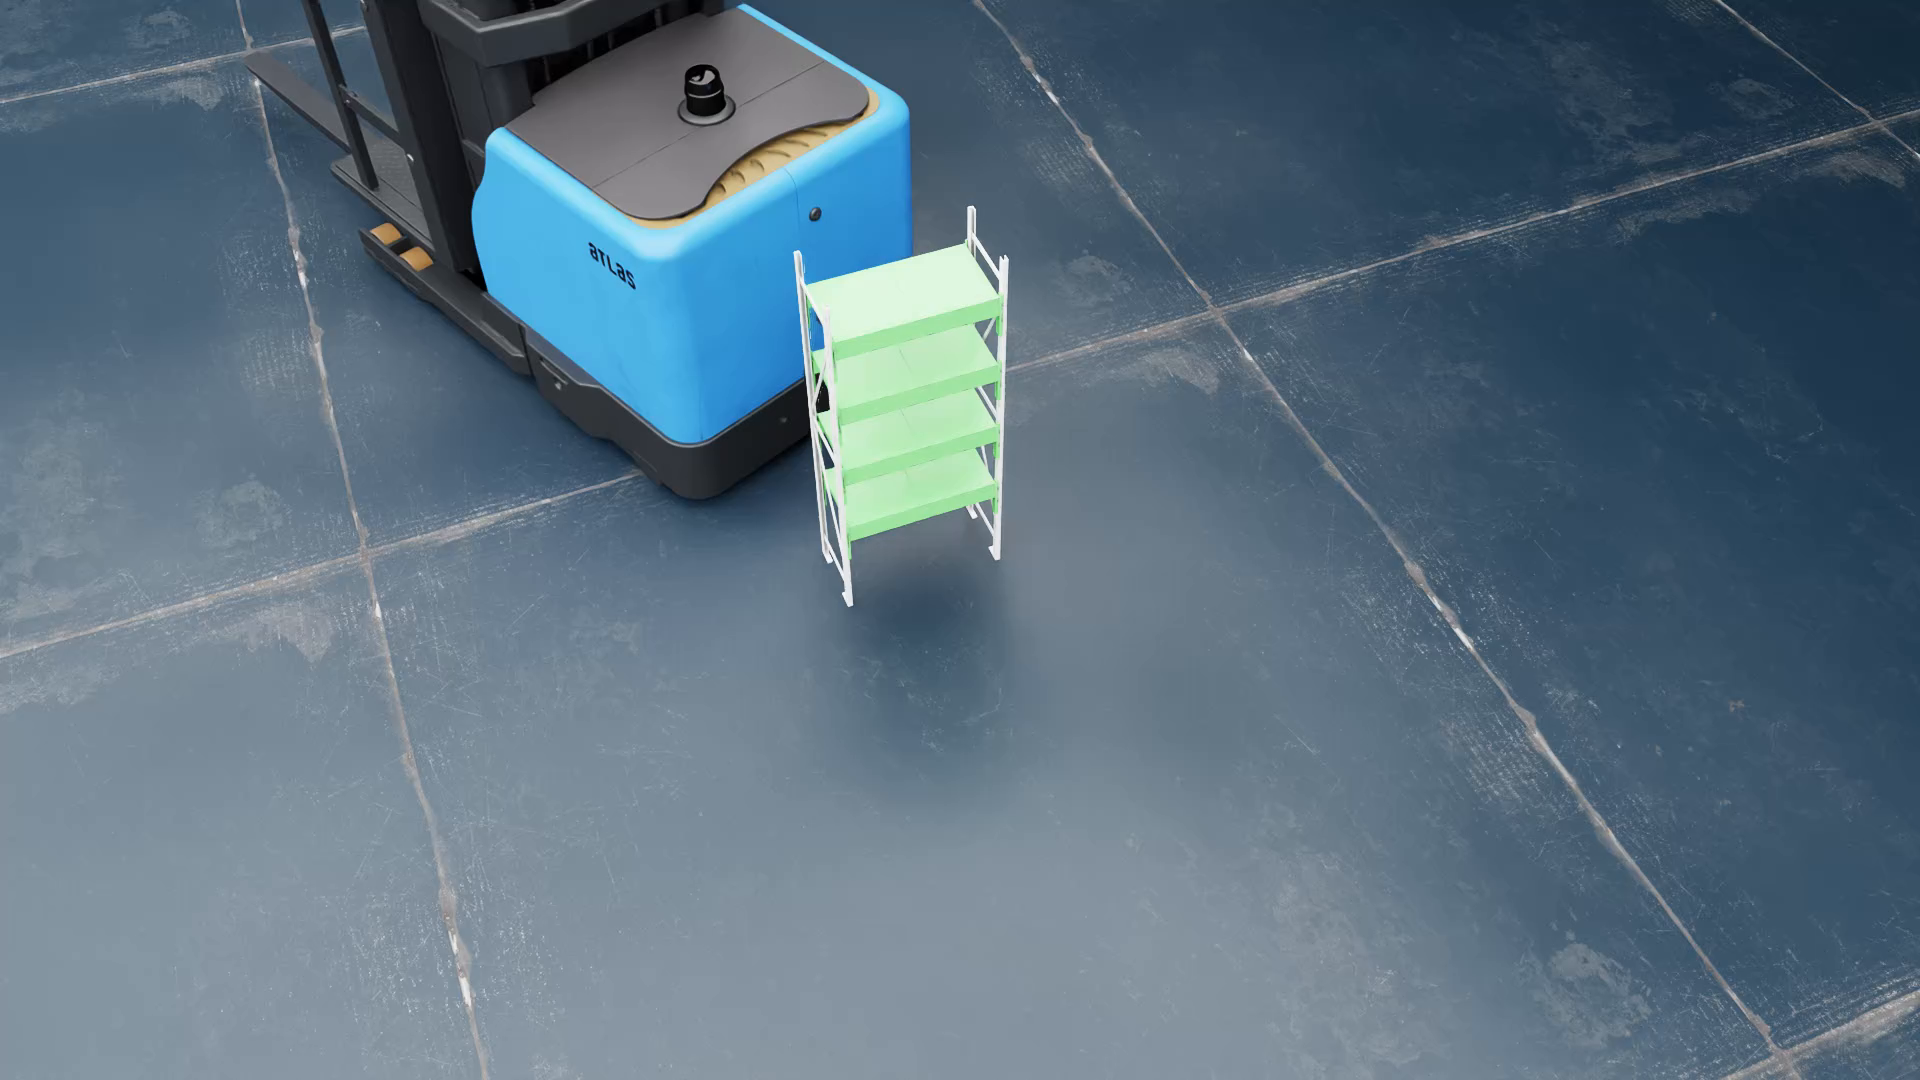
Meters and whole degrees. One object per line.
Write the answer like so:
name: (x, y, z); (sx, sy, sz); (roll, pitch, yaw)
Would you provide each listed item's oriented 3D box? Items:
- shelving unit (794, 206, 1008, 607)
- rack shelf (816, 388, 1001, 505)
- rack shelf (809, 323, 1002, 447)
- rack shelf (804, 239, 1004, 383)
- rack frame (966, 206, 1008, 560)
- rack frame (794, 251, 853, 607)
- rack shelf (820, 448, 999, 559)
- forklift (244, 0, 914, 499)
shelving unit: (-0.153, -0.343, 4.754); (0.503, 1.200, 0.258); (-17, 52, -14)
rack shelf: (-0.153, -0.302, 4.803); (0.480, 0.148, 0.258); (-17, 52, -14)
rack shelf: (-0.153, -0.458, 4.620); (0.480, 0.148, 0.258); (-17, 52, -14)
rack shelf: (-0.153, -0.615, 4.438); (0.480, 0.148, 0.258); (-17, 52, -14)
rack frame: (0.073, -0.413, 4.814); (0.015, 1.200, 0.240); (-17, 52, -14)
rack frame: (-0.379, -0.273, 4.694); (0.015, 1.200, 0.240); (-17, 52, -14)
rack shelf: (-0.153, -0.145, 4.985); (0.480, 0.148, 0.258); (-17, 52, -14)
forklift: (-1.535, -2.094, 5.116); (3.031, 2.935, 1.130); (37, 59, 27)
